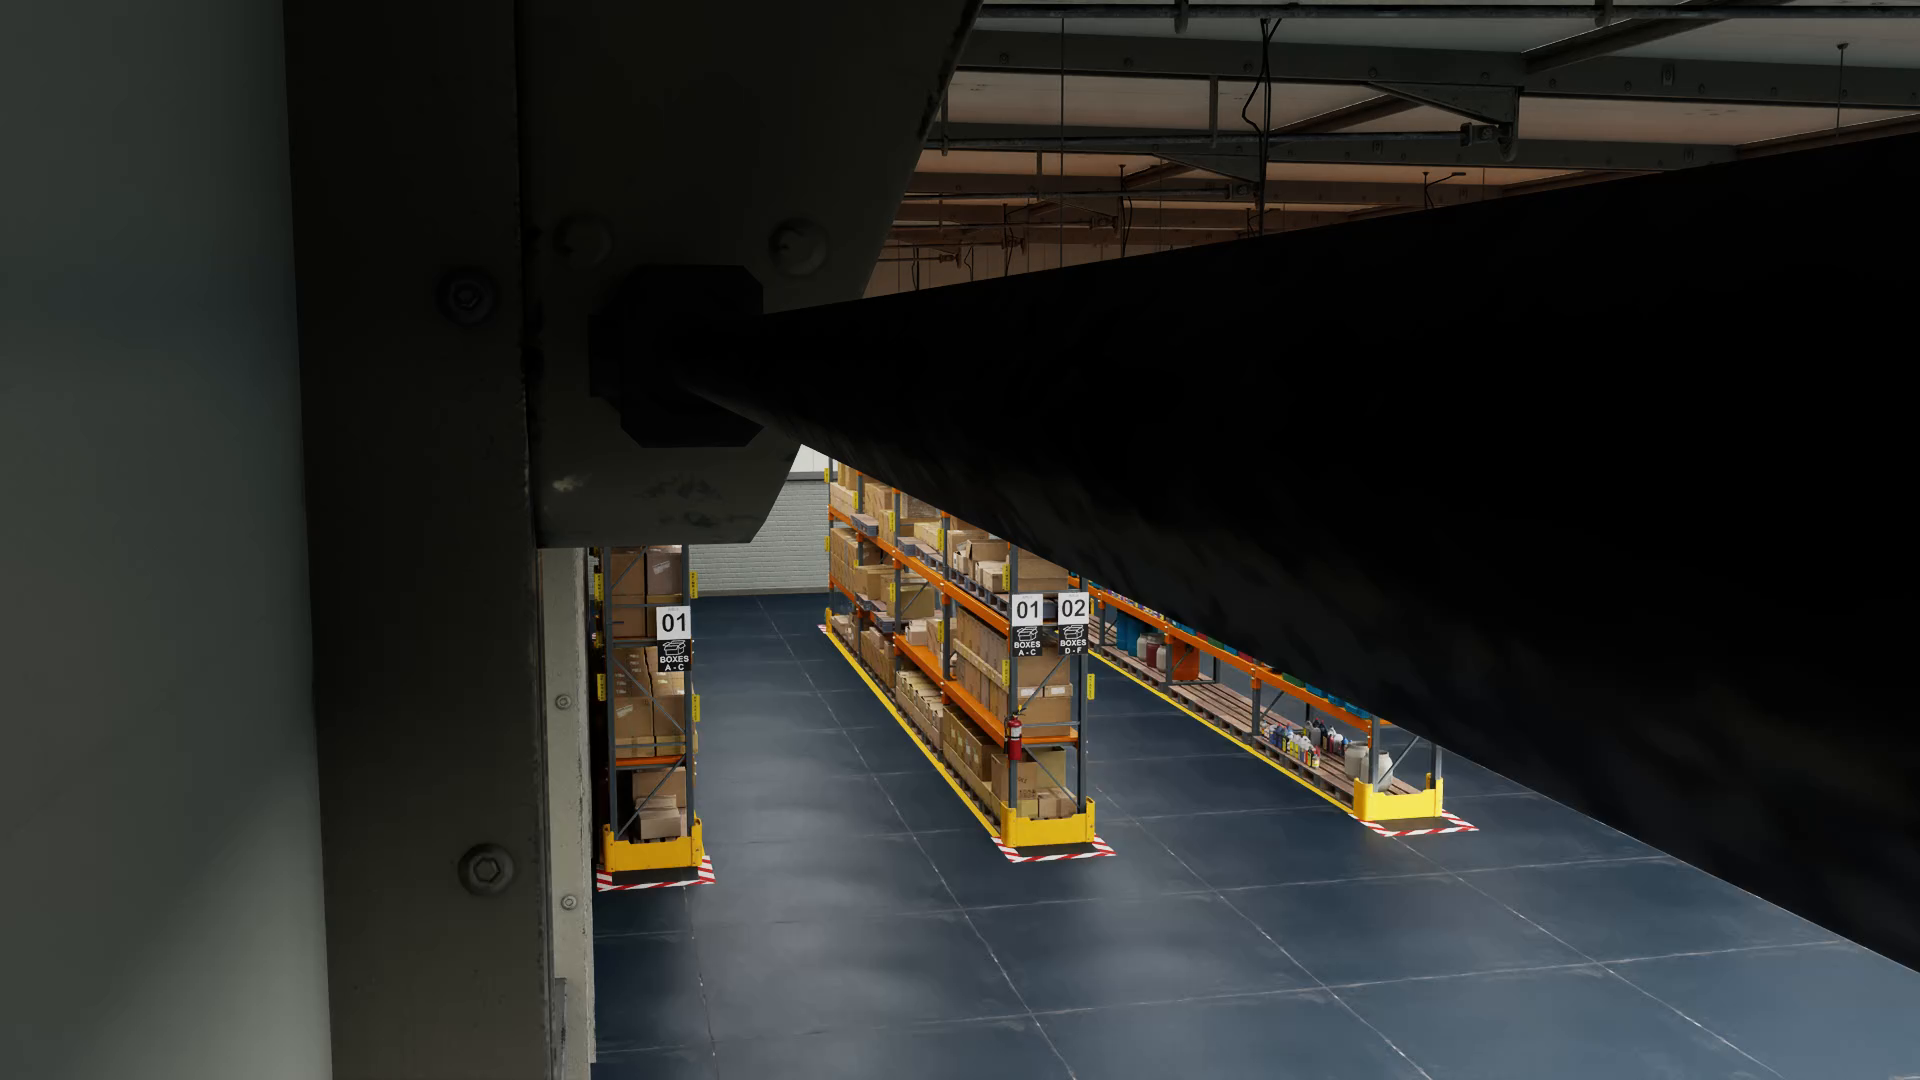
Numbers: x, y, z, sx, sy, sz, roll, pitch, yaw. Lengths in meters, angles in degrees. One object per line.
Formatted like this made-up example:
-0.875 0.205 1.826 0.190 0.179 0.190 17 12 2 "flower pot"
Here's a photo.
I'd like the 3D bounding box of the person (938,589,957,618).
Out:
-0.309 1.210 36.066 0.586 1.680 0.959 -2 7 -19 "person"
